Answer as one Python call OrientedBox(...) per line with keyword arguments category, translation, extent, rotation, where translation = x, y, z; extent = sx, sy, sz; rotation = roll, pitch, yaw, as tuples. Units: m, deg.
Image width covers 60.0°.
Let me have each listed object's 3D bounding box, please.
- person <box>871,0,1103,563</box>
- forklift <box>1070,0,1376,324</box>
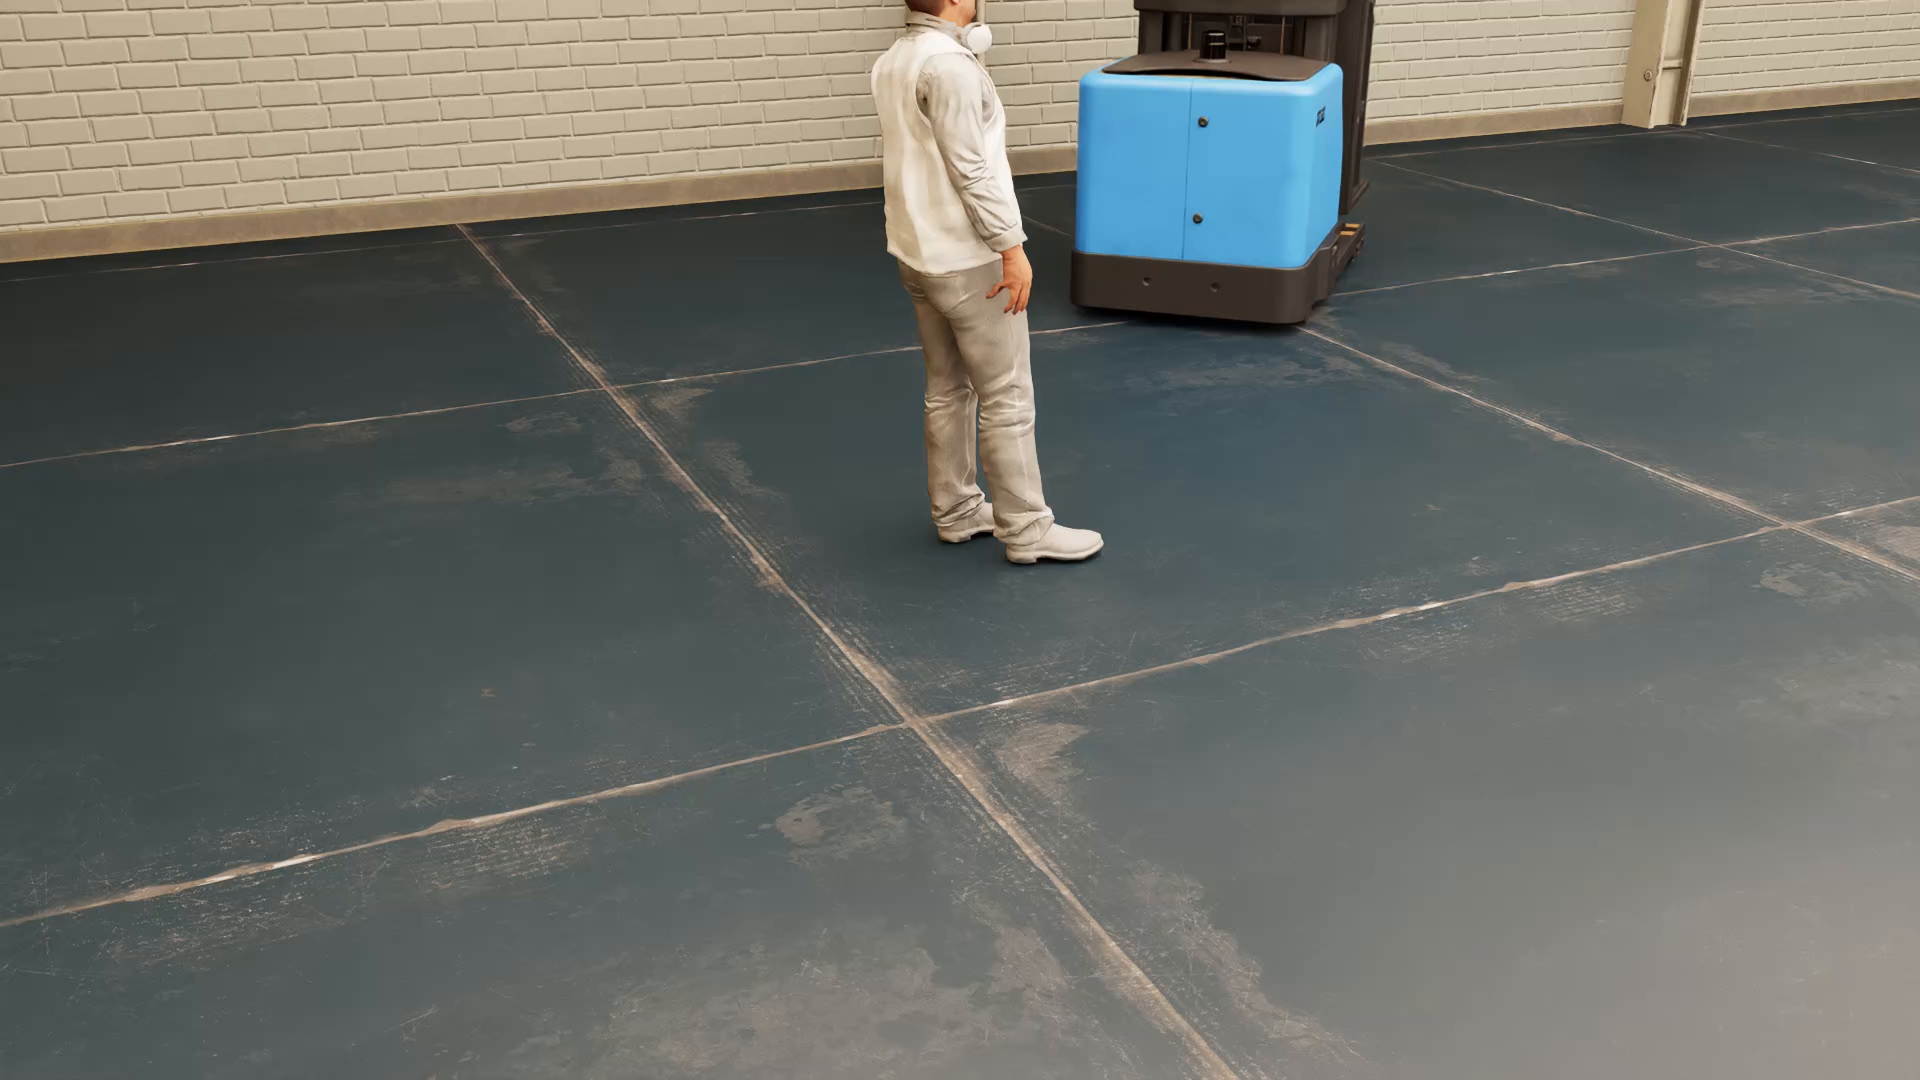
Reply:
OrientedBox(category="person", translation=(0.060, -0.834, 4.782), extent=(0.566, 1.775, 0.634), rotation=(-10, 25, -23))
OrientedBox(category="forklift", translation=(1.482, -2.819, 8.072), extent=(1.130, 2.935, 3.031), rotation=(8, 24, 19))
